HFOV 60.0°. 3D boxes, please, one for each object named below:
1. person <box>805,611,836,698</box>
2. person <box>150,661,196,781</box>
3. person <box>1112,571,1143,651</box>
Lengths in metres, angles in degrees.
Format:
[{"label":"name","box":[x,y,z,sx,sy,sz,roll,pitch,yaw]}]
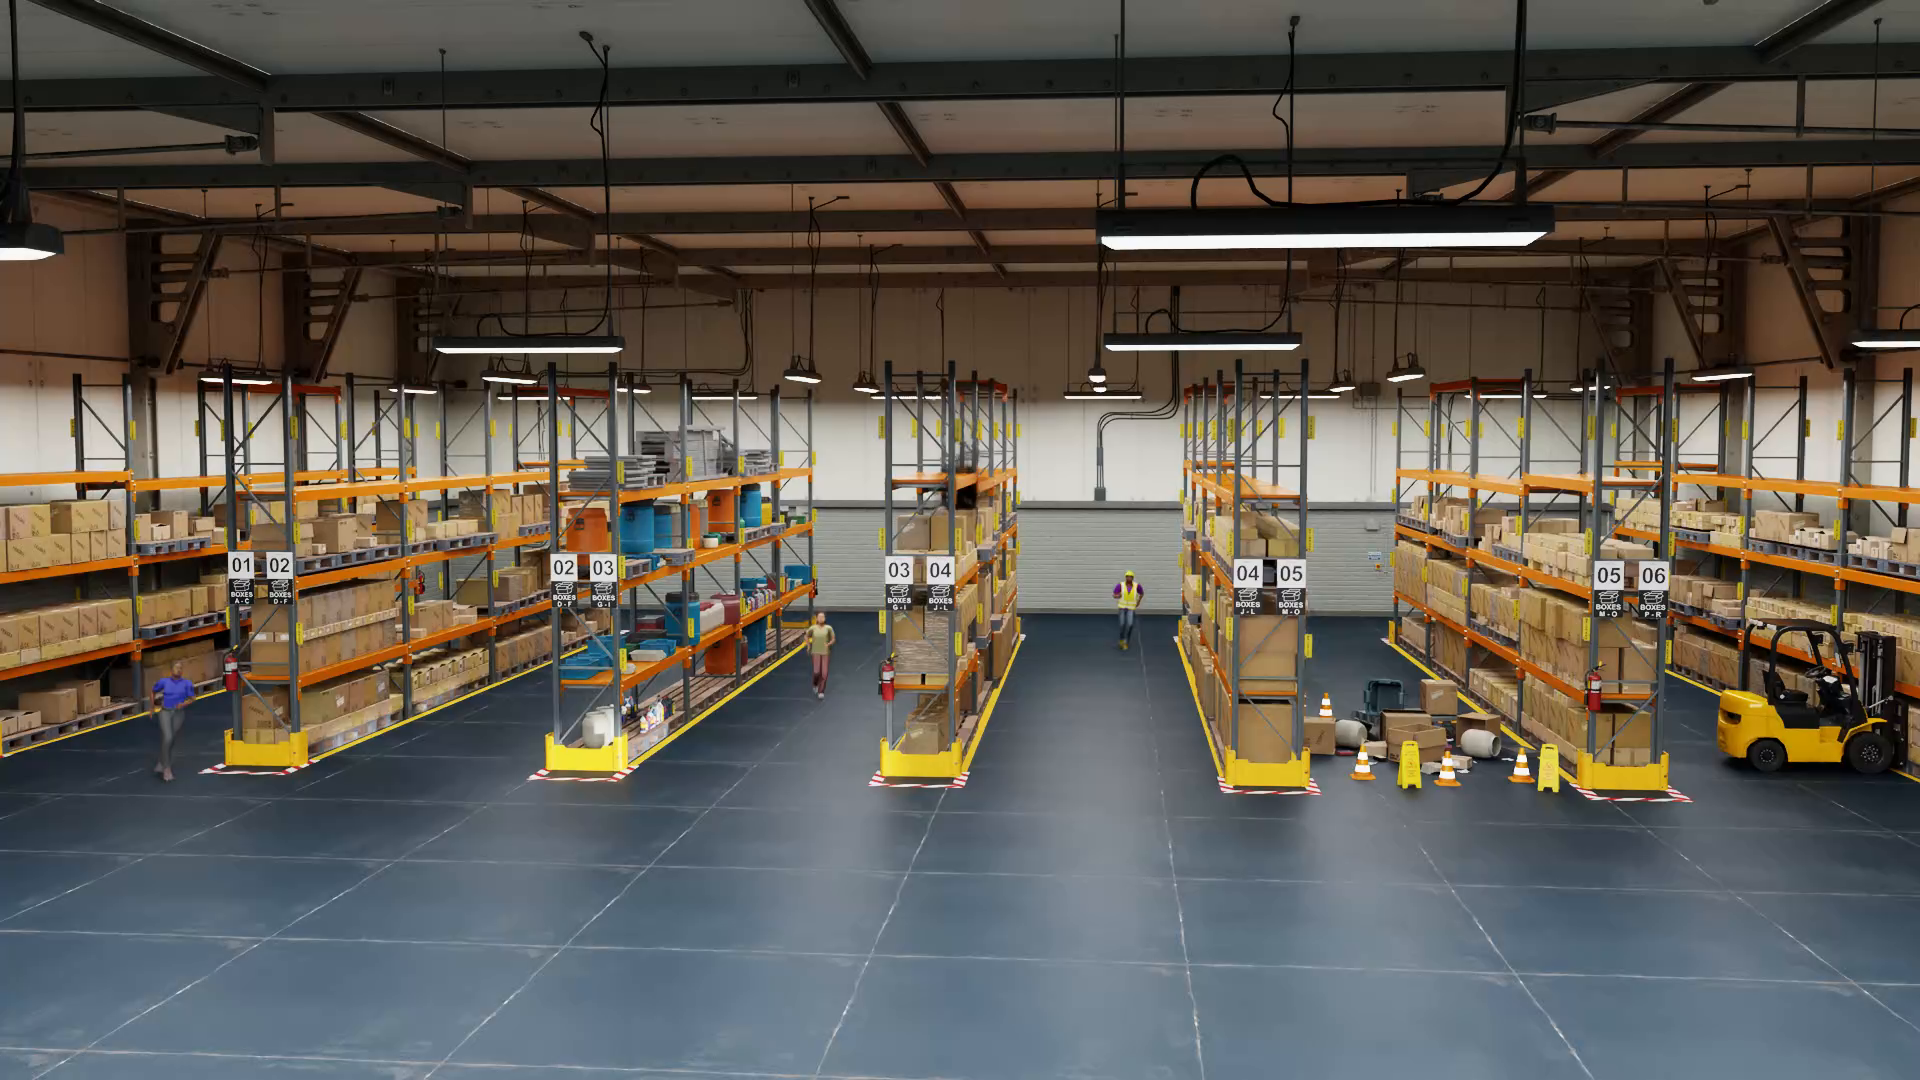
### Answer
[{"label":"person","box":[-2.598,2.141,31.014,0.566,1.629,0.549,-1,4,-10]},{"label":"person","box":[-11.392,2.592,24.107,0.586,1.654,0.816,-3,5,-37]},{"label":"person","box":[3.852,1.615,38.205,0.696,1.827,0.800,1,4,8]}]
